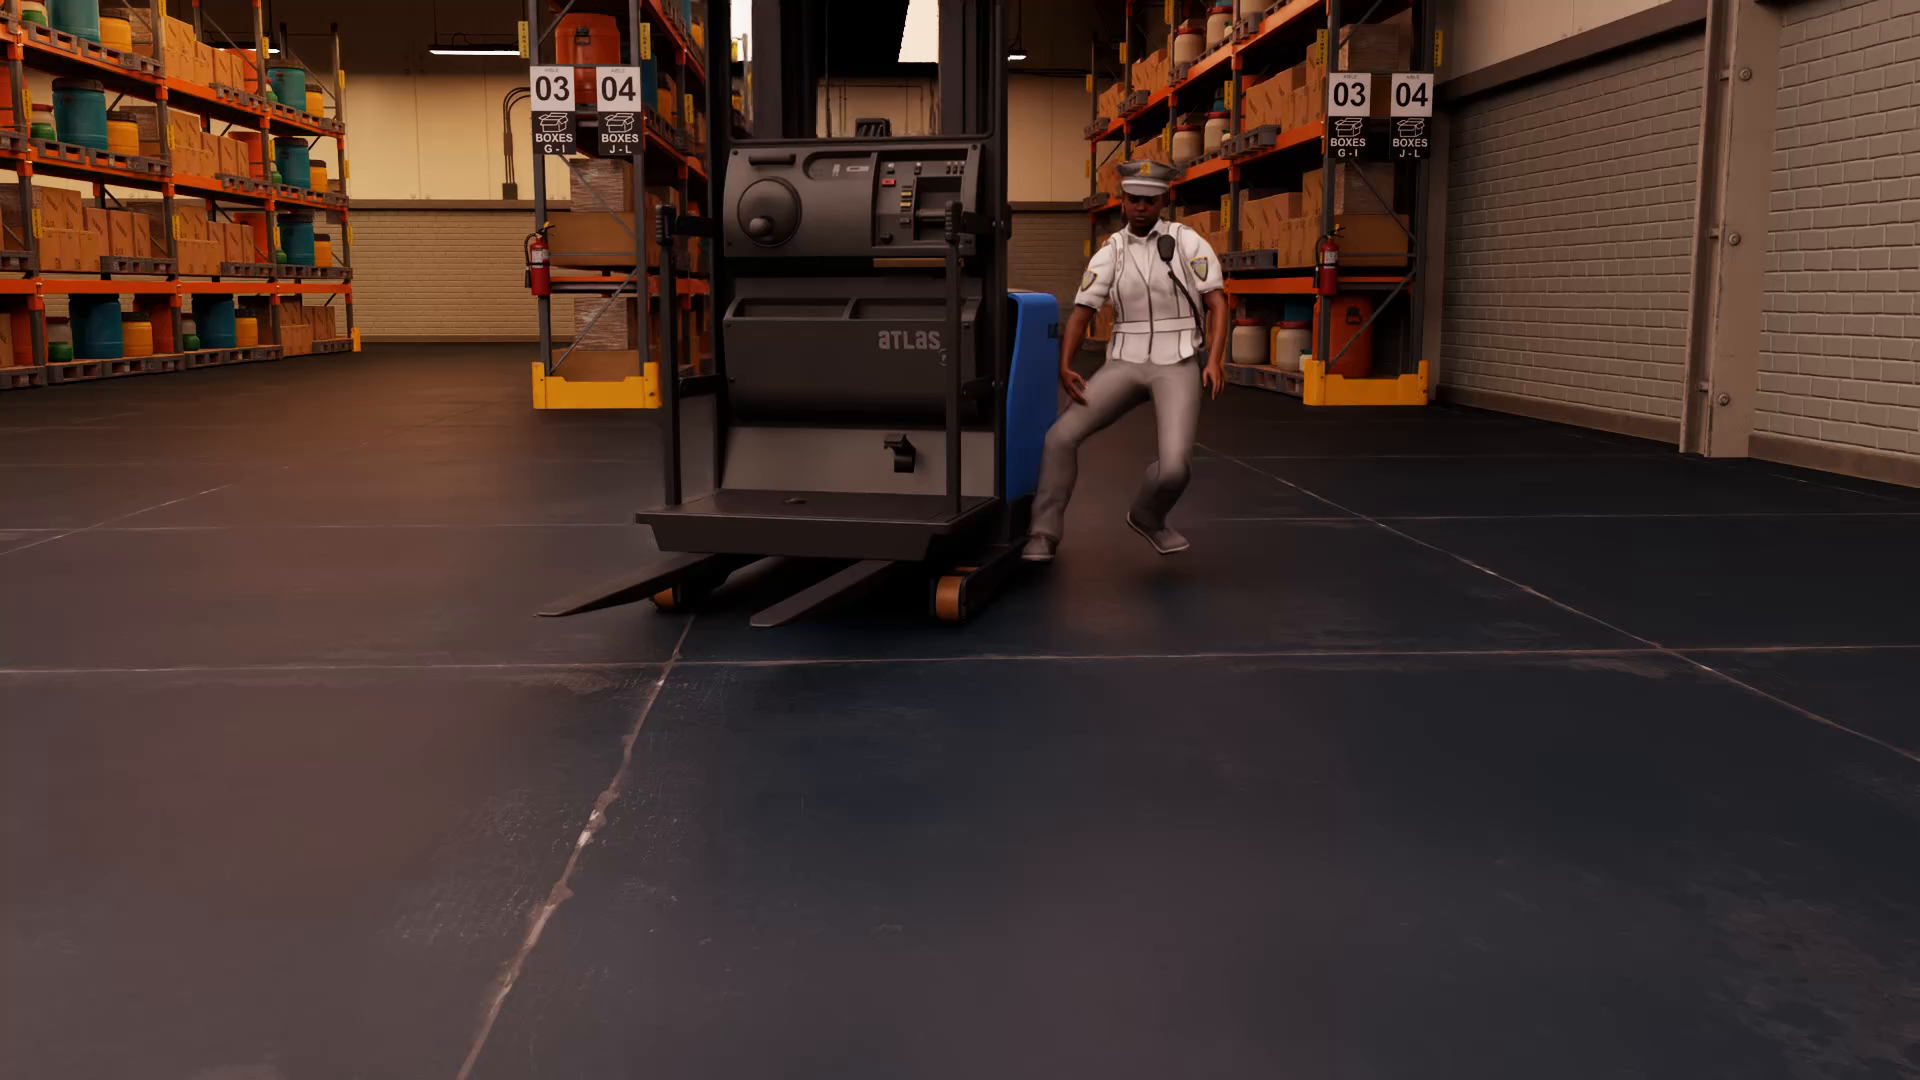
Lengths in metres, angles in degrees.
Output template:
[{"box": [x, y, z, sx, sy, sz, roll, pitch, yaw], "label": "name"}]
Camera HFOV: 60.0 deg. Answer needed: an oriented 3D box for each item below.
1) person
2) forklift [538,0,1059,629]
[{"box": [0.631, -0.660, 6.223, 0.713, 1.507, 0.697, 3, 9, 19], "label": "person"}, {"box": [-0.434, -1.234, 5.642, 1.130, 2.935, 3.031, 2, 9, 14], "label": "forklift"}]
